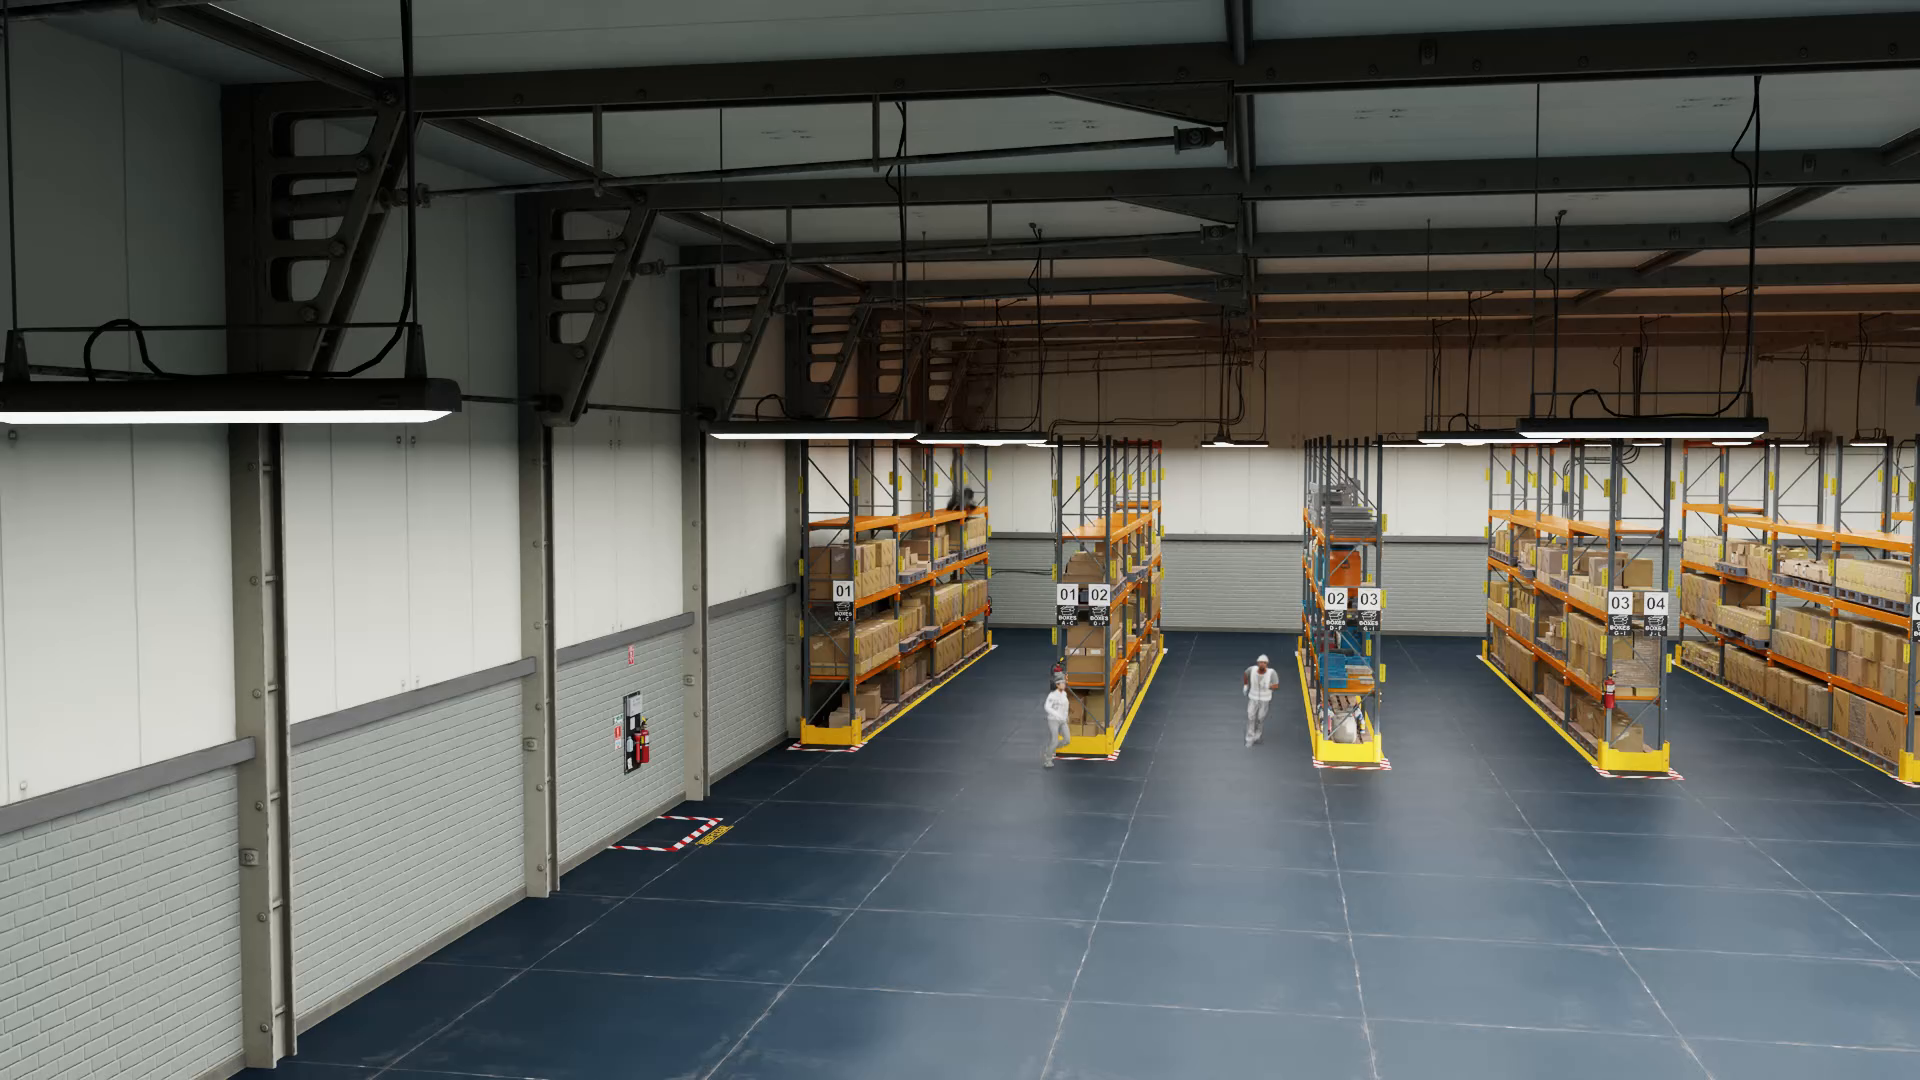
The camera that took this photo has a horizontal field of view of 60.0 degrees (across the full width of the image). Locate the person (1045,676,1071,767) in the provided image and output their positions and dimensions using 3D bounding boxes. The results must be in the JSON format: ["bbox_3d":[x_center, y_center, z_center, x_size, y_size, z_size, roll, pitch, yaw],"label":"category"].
[{"bbox_3d":[1.809,3.279,30.151,0.704,1.629,0.491,-3,4,-44],"label":"person"}]

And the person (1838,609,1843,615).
[{"bbox_3d":[23.864,2.428,45.173,0.700,1.754,0.704,1,3,15],"label":"person"}]

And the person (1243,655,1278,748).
[{"bbox_3d":[5.830,3.133,32.246,0.685,1.852,0.835,1,3,13],"label":"person"}]
